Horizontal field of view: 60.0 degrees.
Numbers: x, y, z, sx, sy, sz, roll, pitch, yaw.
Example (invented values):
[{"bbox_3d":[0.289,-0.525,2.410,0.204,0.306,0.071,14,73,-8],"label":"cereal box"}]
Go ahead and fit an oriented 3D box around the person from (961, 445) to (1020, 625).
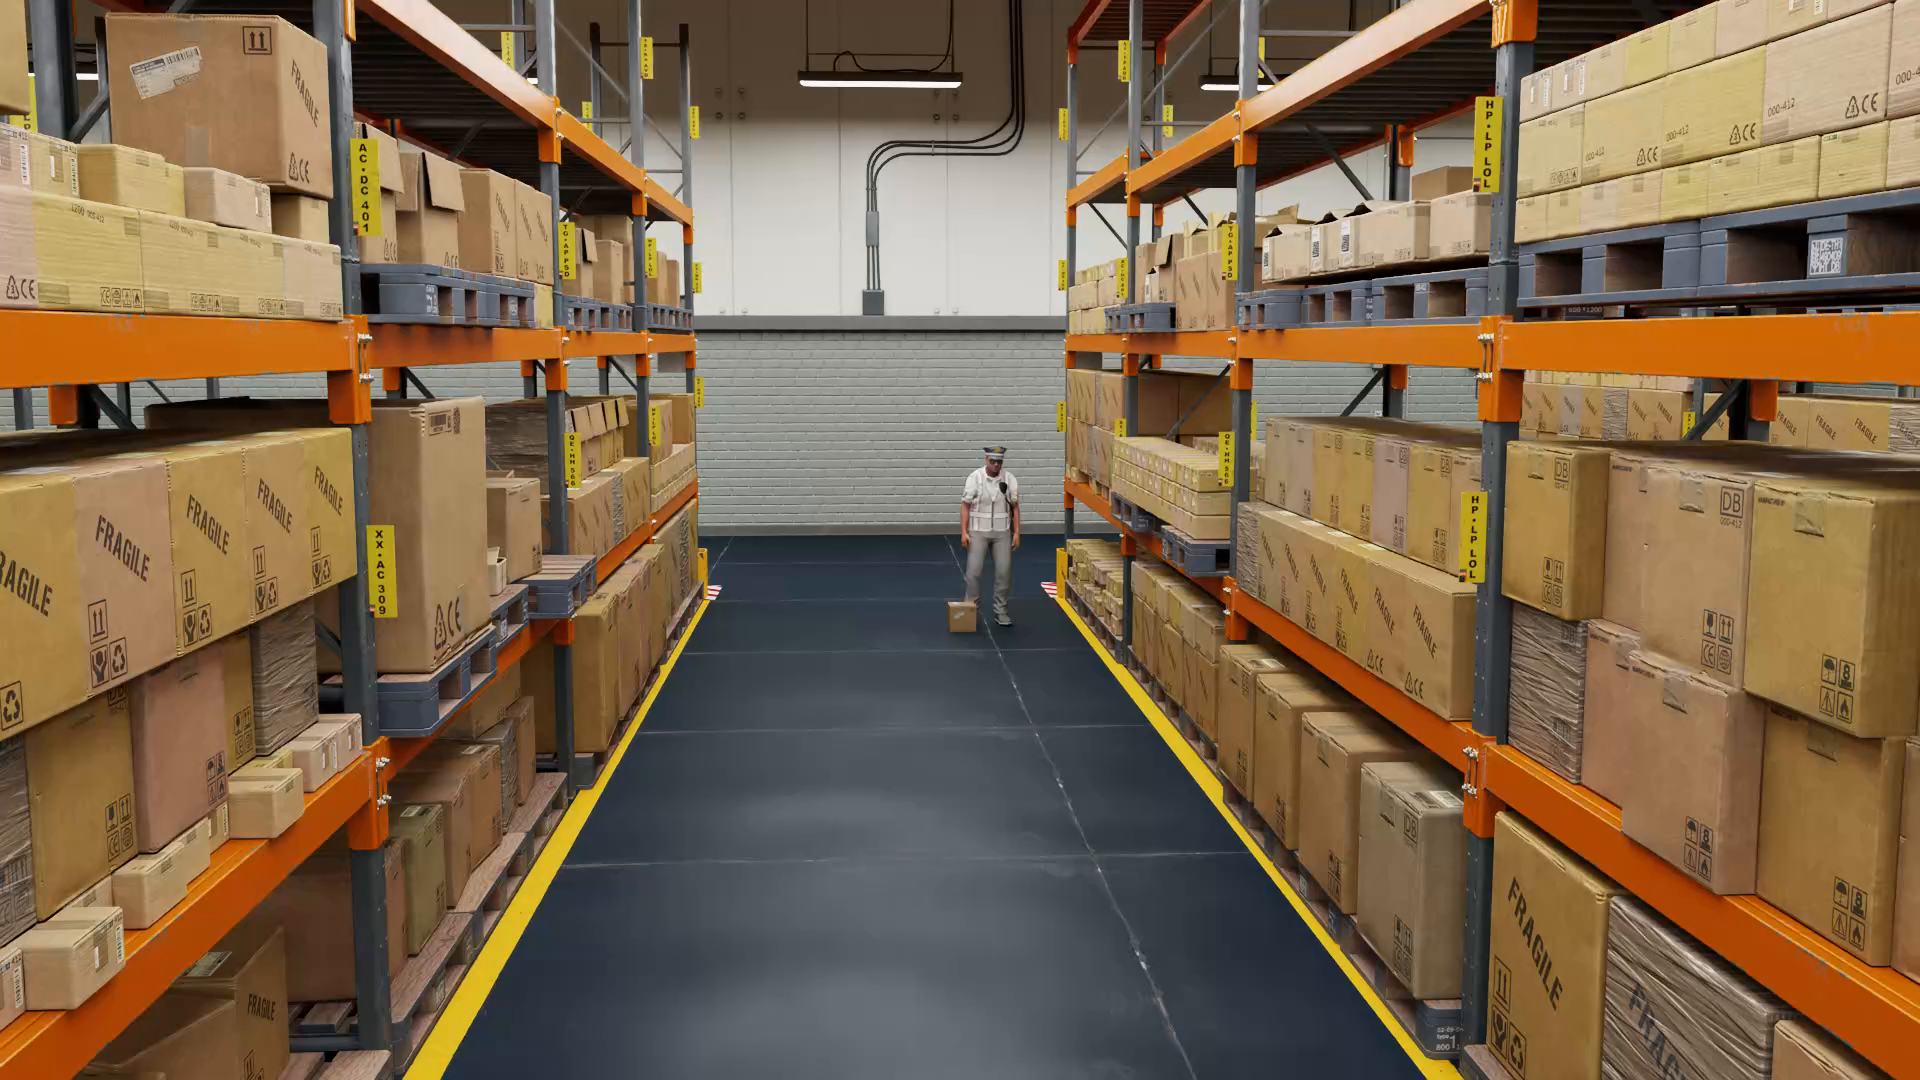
[{"bbox_3d":[0.288,-0.055,16.168,0.607,1.747,0.439,-1,7,-8],"label":"person"}]
